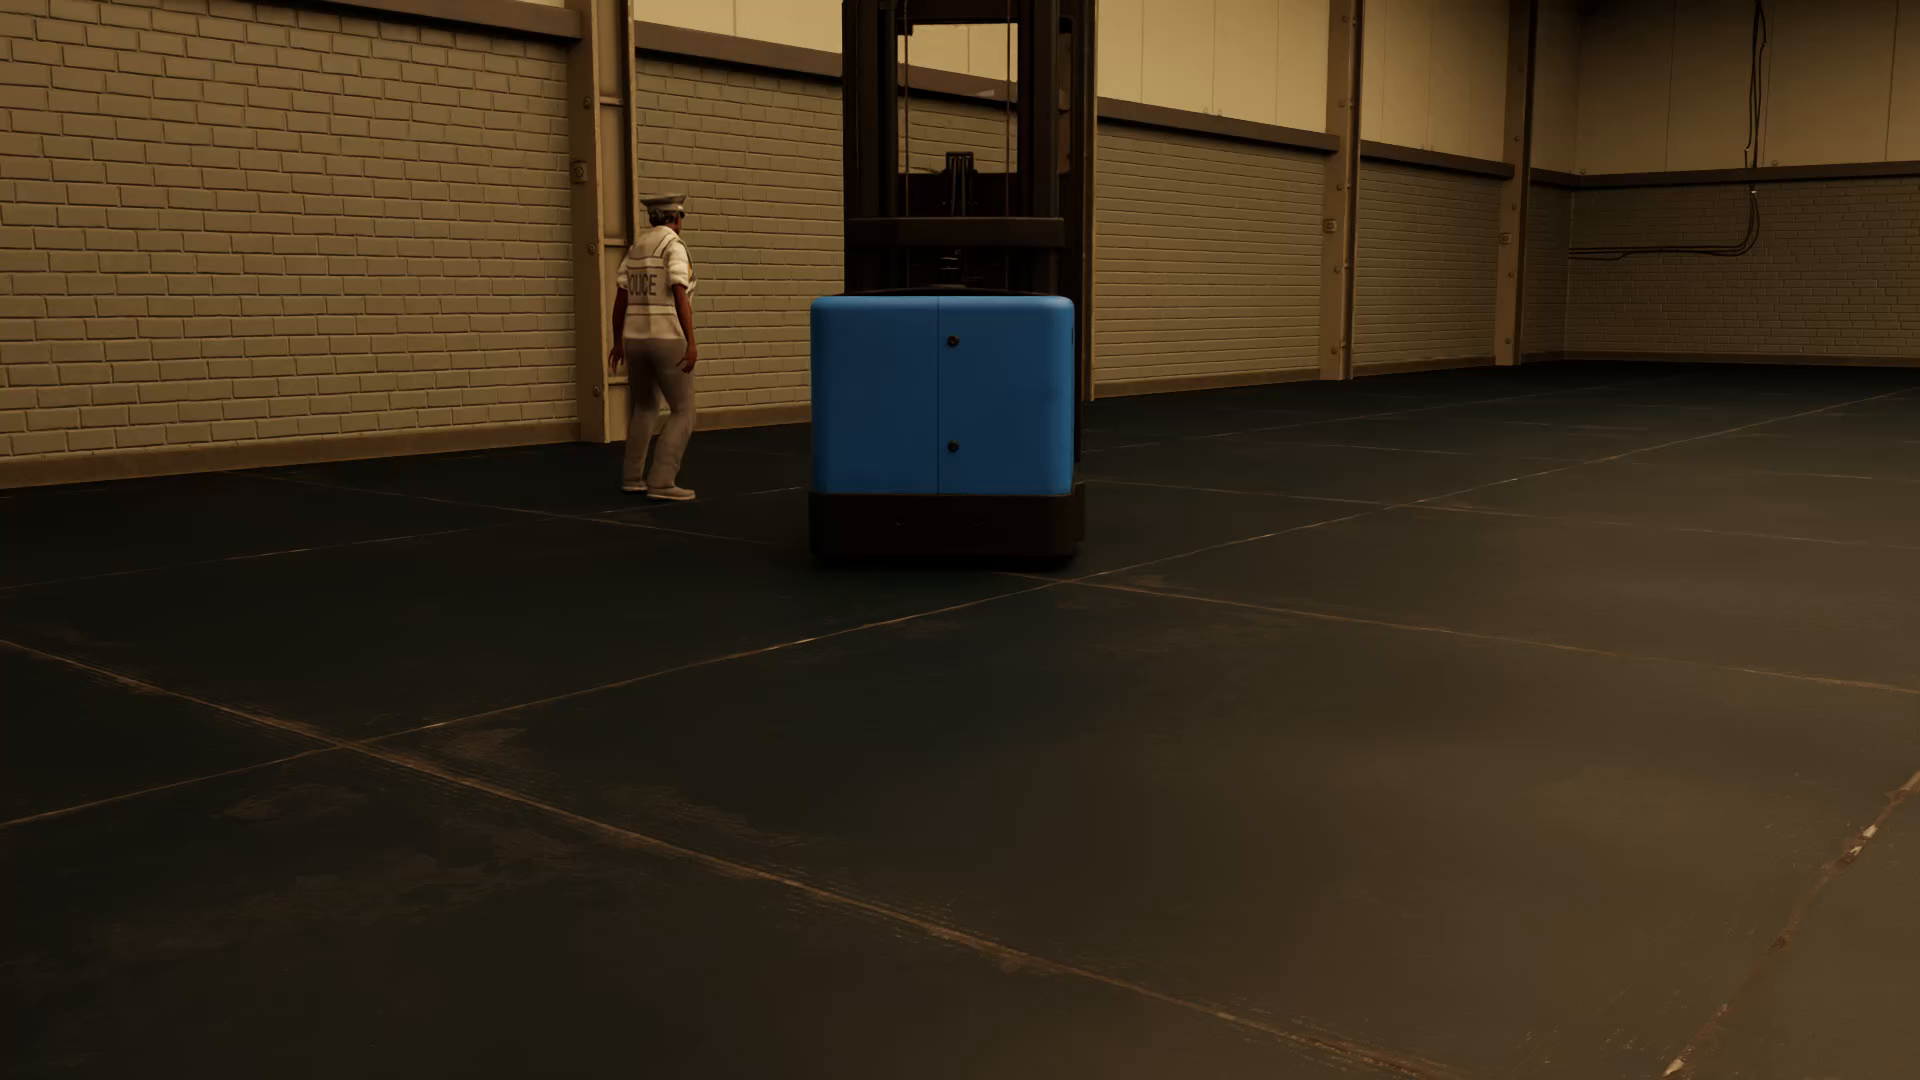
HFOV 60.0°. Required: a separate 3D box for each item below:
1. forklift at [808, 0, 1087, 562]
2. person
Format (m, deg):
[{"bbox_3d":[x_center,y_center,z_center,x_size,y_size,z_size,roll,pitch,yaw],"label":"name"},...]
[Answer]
[{"bbox_3d":[0.037,-1.537,7.783,1.130,2.935,3.031,1,8,5],"label":"forklift"},{"bbox_3d":[-1.618,-1.034,8.895,0.787,1.630,0.403,7,11,39],"label":"person"}]
